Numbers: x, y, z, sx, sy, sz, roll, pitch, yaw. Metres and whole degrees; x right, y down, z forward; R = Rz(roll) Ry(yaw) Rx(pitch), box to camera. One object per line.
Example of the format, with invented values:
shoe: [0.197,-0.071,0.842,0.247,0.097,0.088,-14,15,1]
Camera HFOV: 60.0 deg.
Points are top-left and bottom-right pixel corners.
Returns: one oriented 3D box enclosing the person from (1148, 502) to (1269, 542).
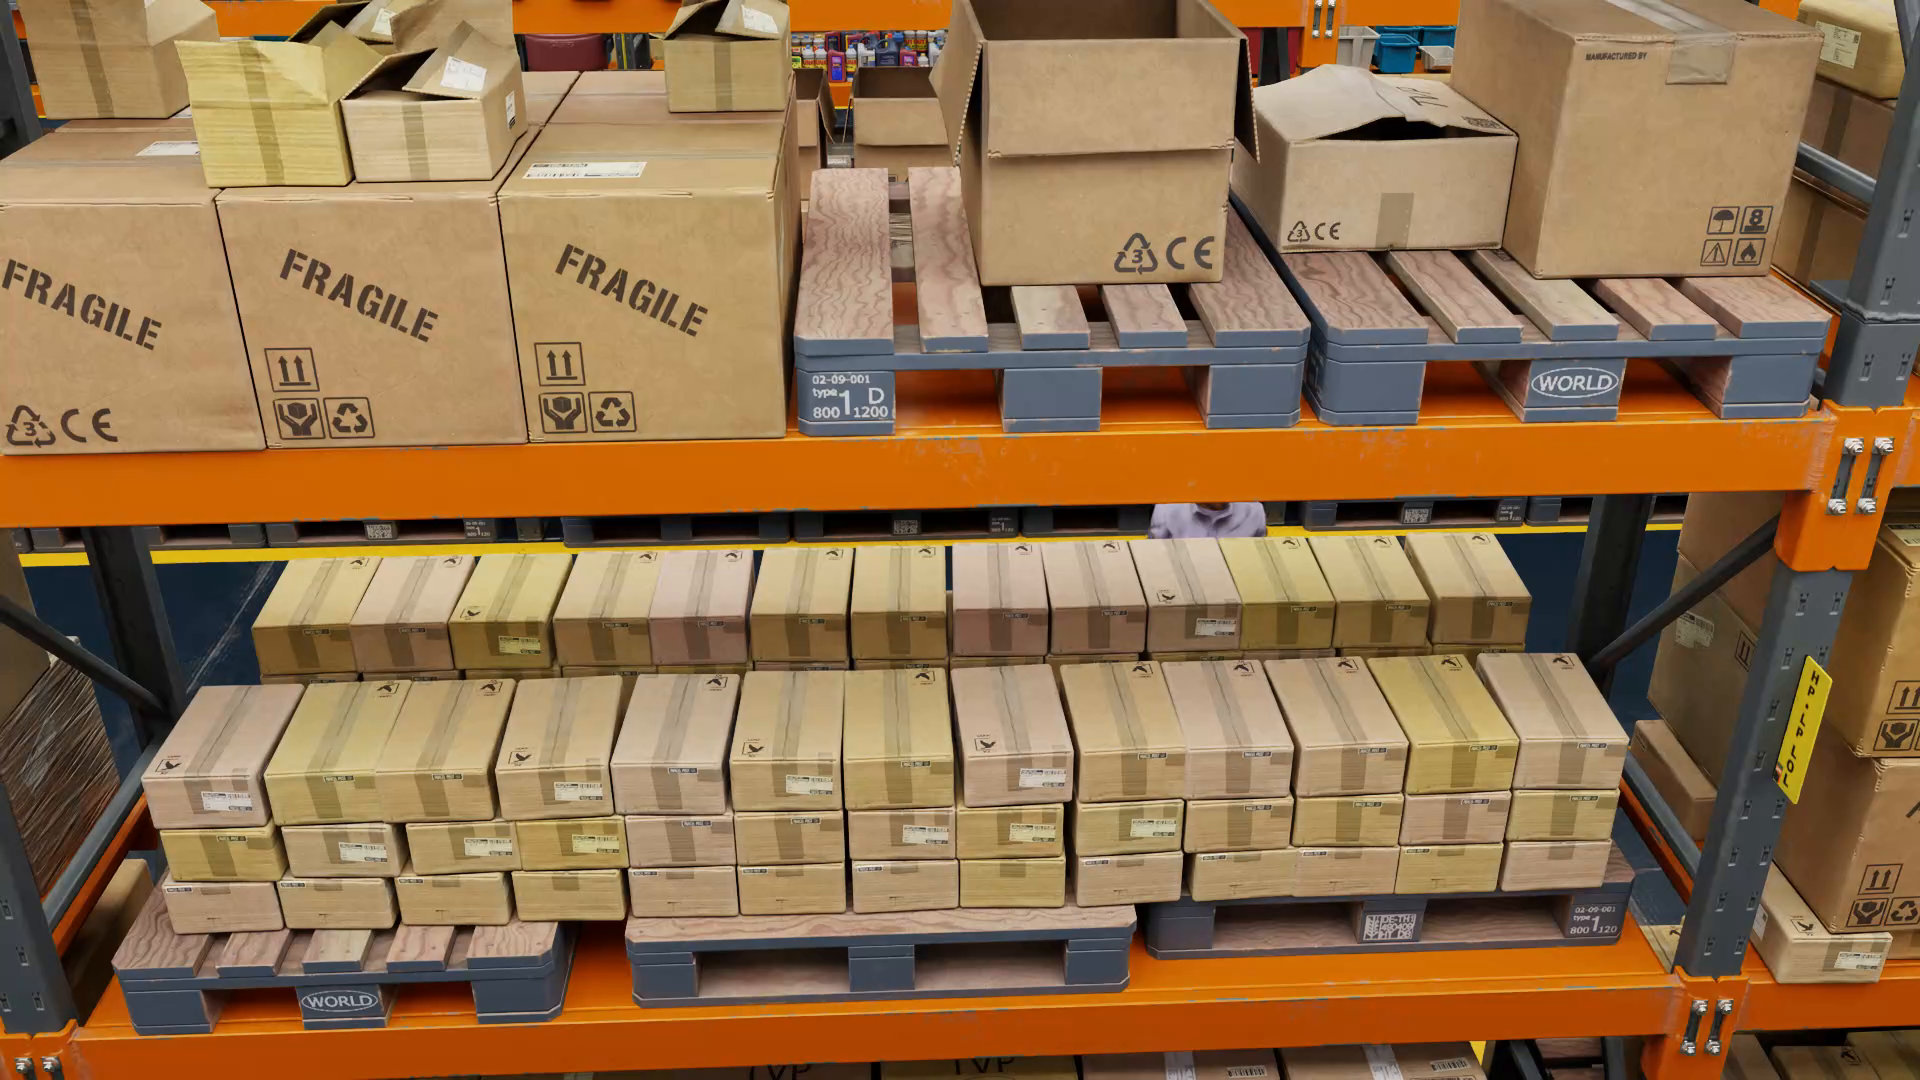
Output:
person: [0.947,0.370,6.453,0.470,1.654,0.341,-1,28,-2]
